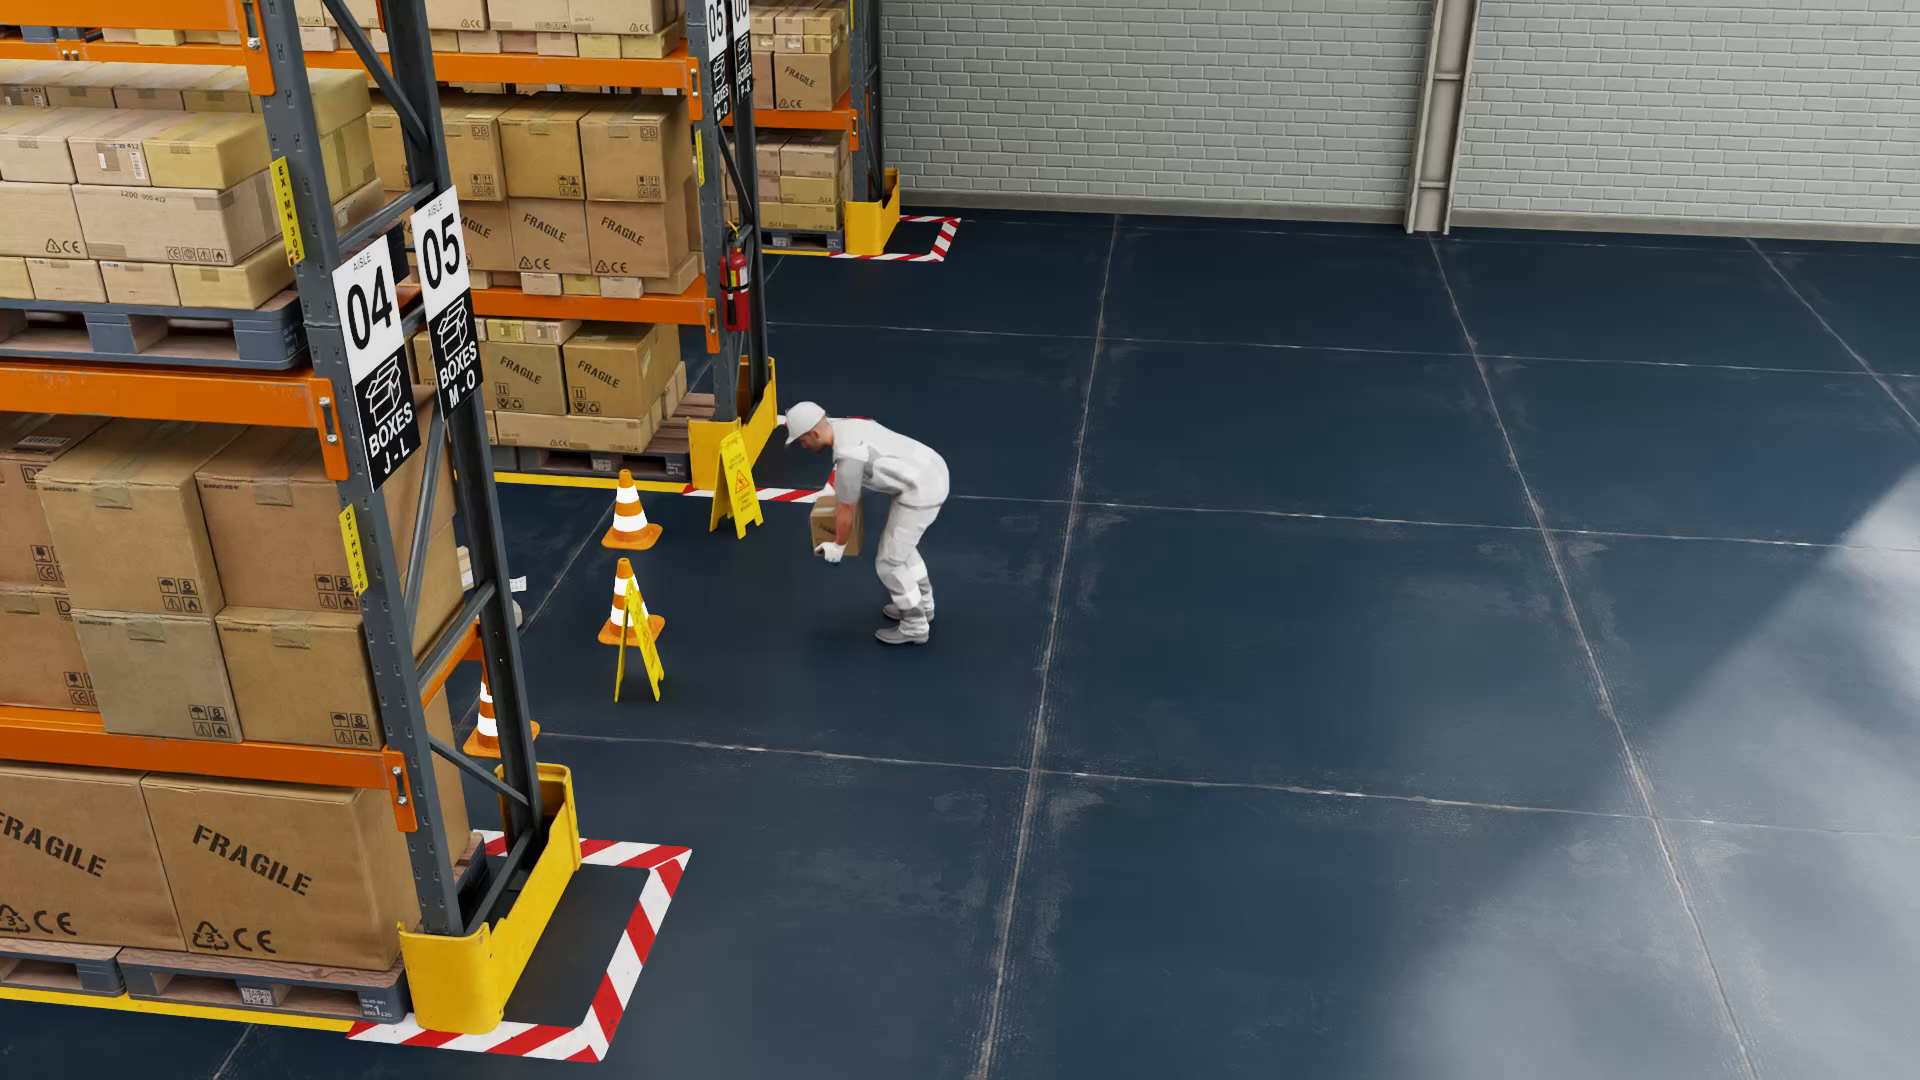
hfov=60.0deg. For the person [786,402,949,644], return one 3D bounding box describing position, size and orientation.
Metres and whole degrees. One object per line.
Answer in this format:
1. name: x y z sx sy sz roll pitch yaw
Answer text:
1. person: -0.500 -0.117 9.232 0.888 1.392 0.498 3 28 5
